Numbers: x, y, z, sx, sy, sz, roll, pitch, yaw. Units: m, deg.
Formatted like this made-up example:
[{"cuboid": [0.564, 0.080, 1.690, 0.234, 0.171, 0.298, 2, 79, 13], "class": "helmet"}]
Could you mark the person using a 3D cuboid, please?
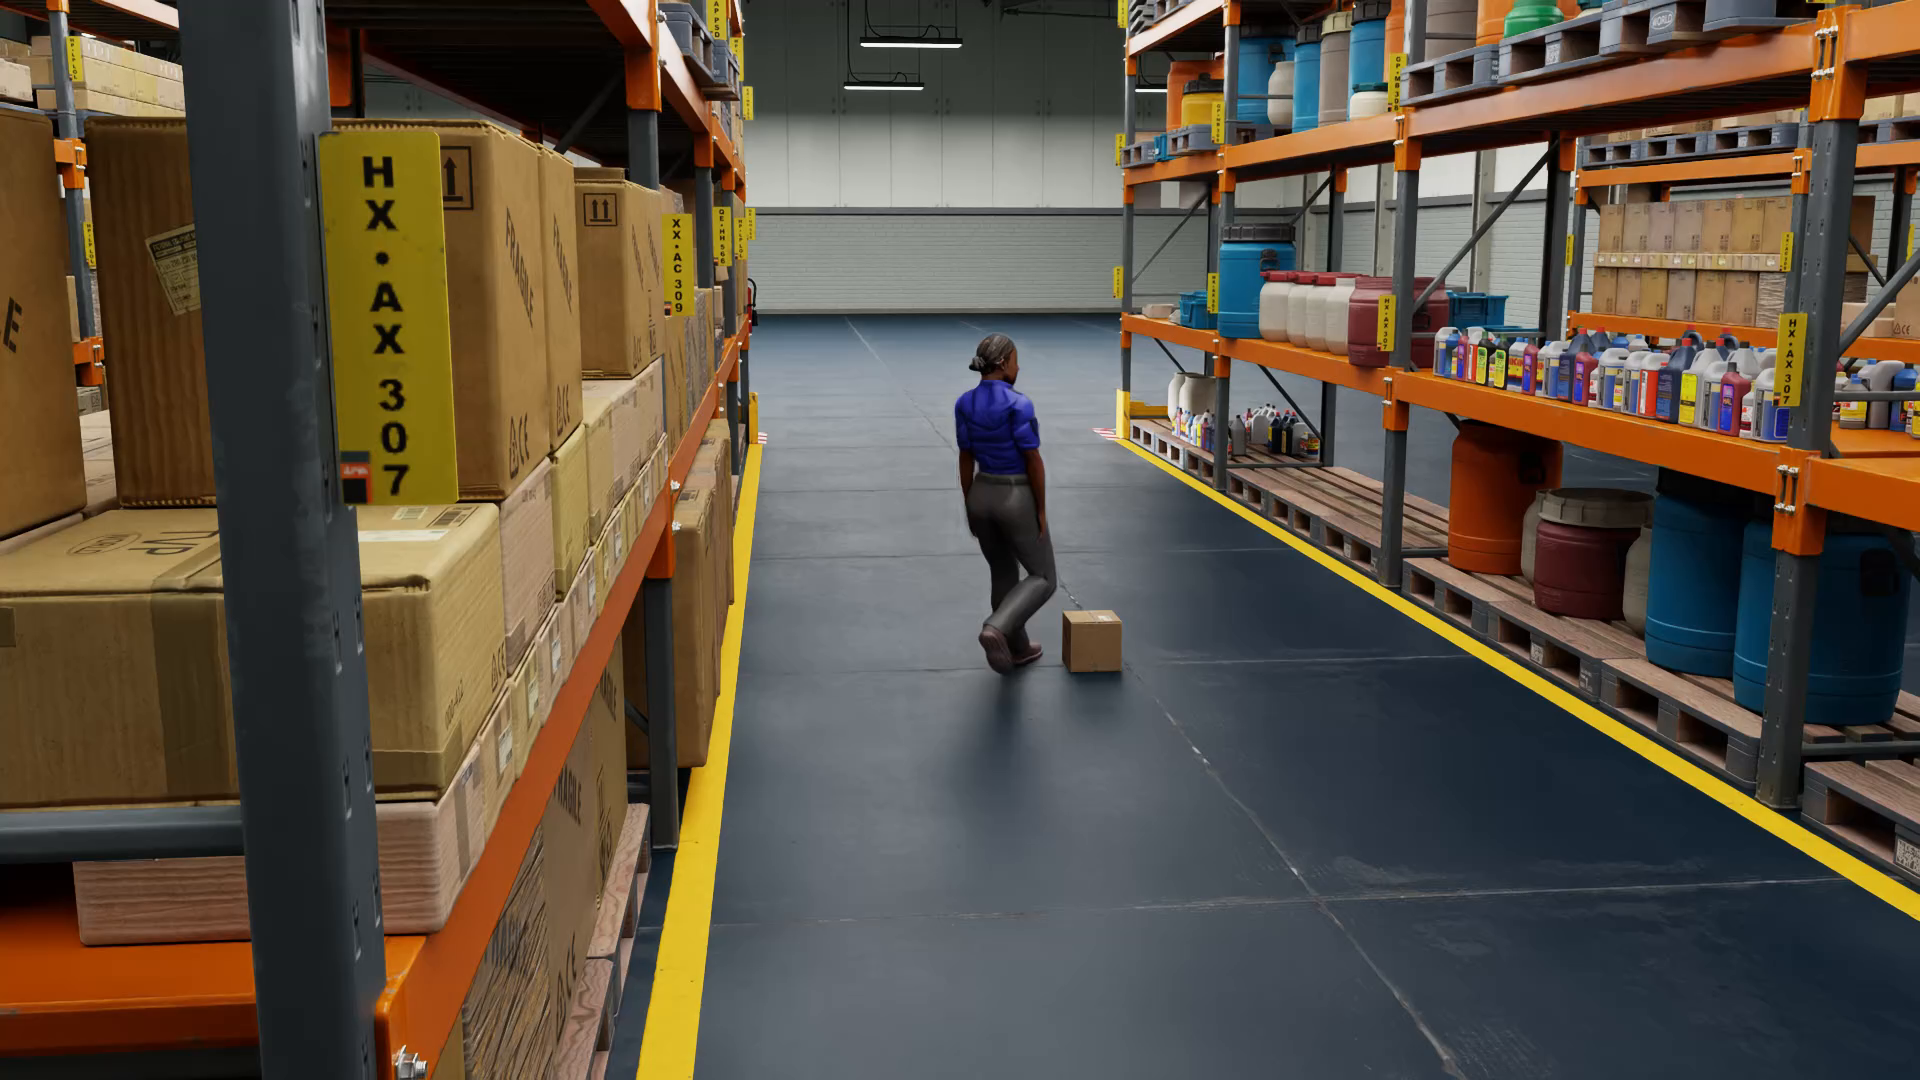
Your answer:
[{"cuboid": [0.235, -0.166, 7.884, 0.474, 1.625, 0.777, 8, 13, 37], "class": "person"}]
